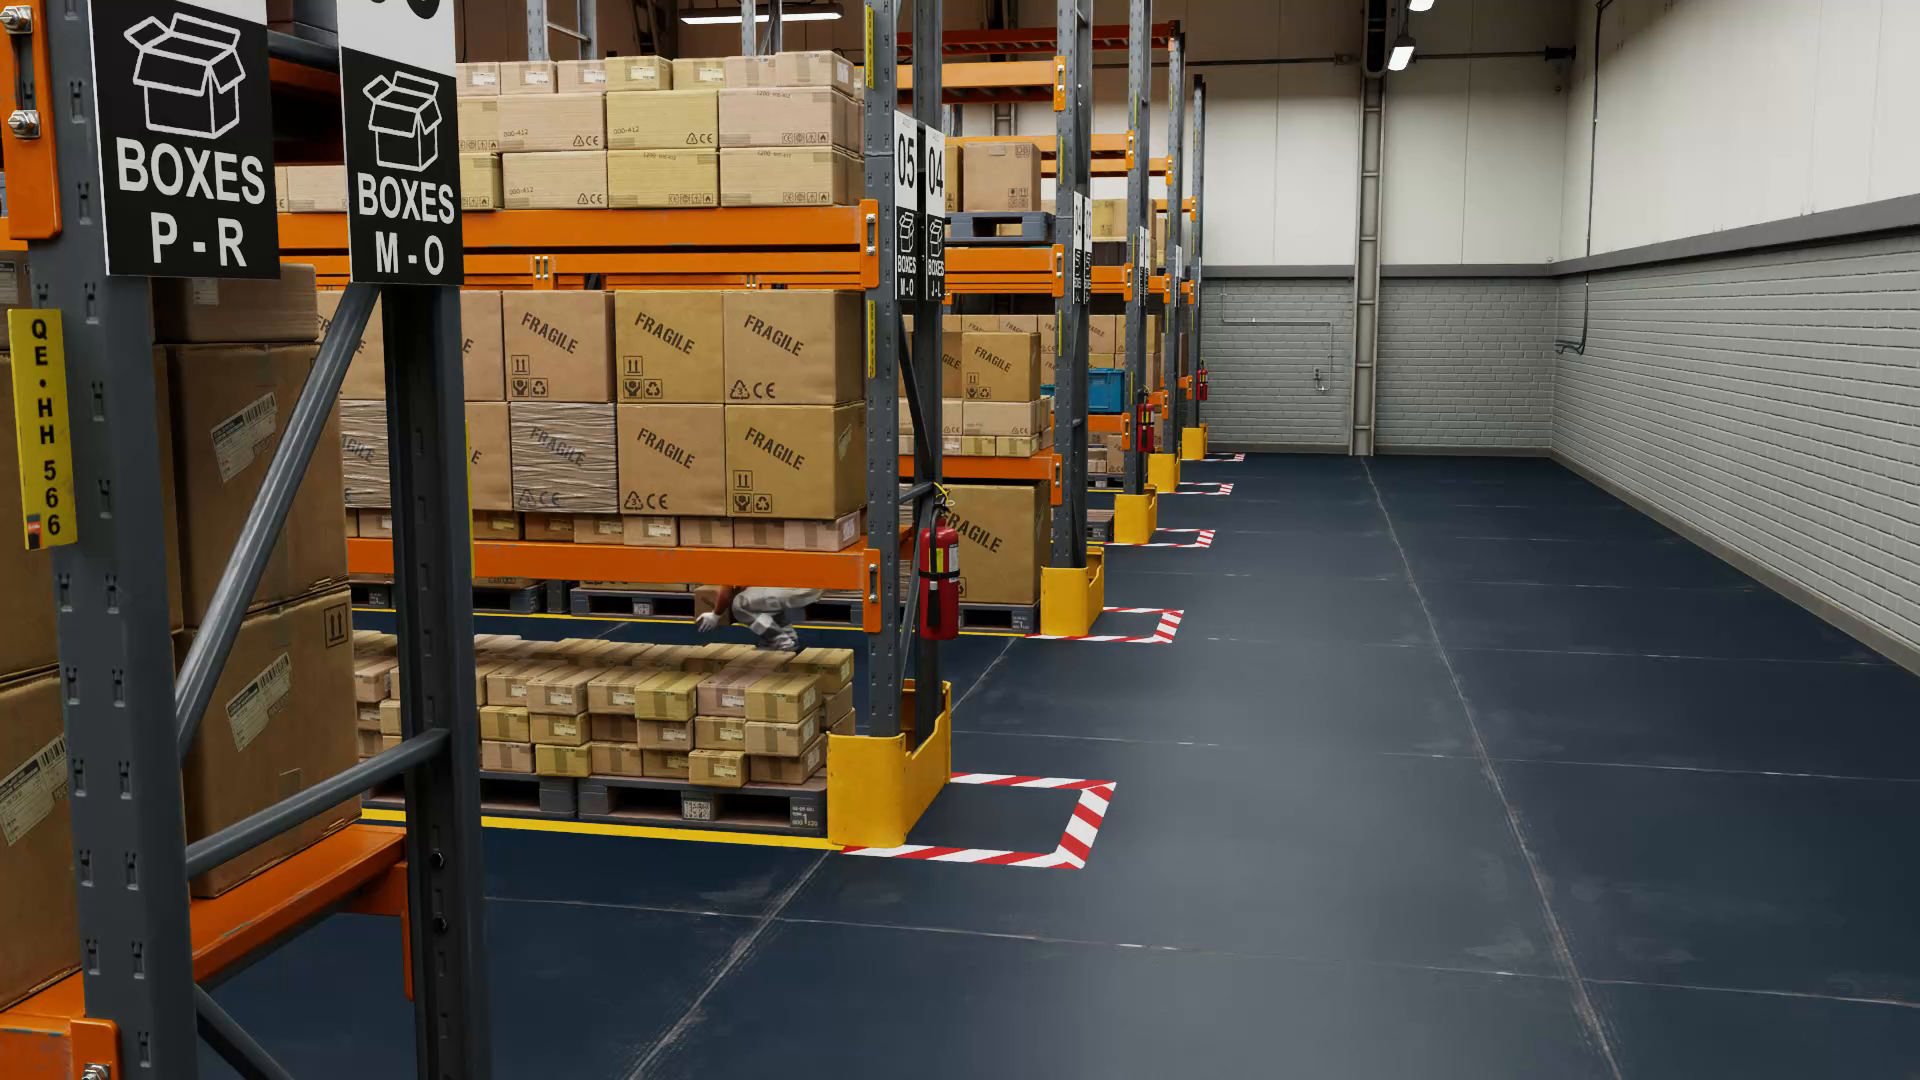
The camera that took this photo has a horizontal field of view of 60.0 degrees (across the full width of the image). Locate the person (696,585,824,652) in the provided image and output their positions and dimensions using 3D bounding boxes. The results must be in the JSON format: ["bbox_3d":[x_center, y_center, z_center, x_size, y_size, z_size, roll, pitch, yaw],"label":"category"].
[{"bbox_3d":[-1.369,0.296,11.491,0.875,0.999,0.569,2,8,11],"label":"person"}]
